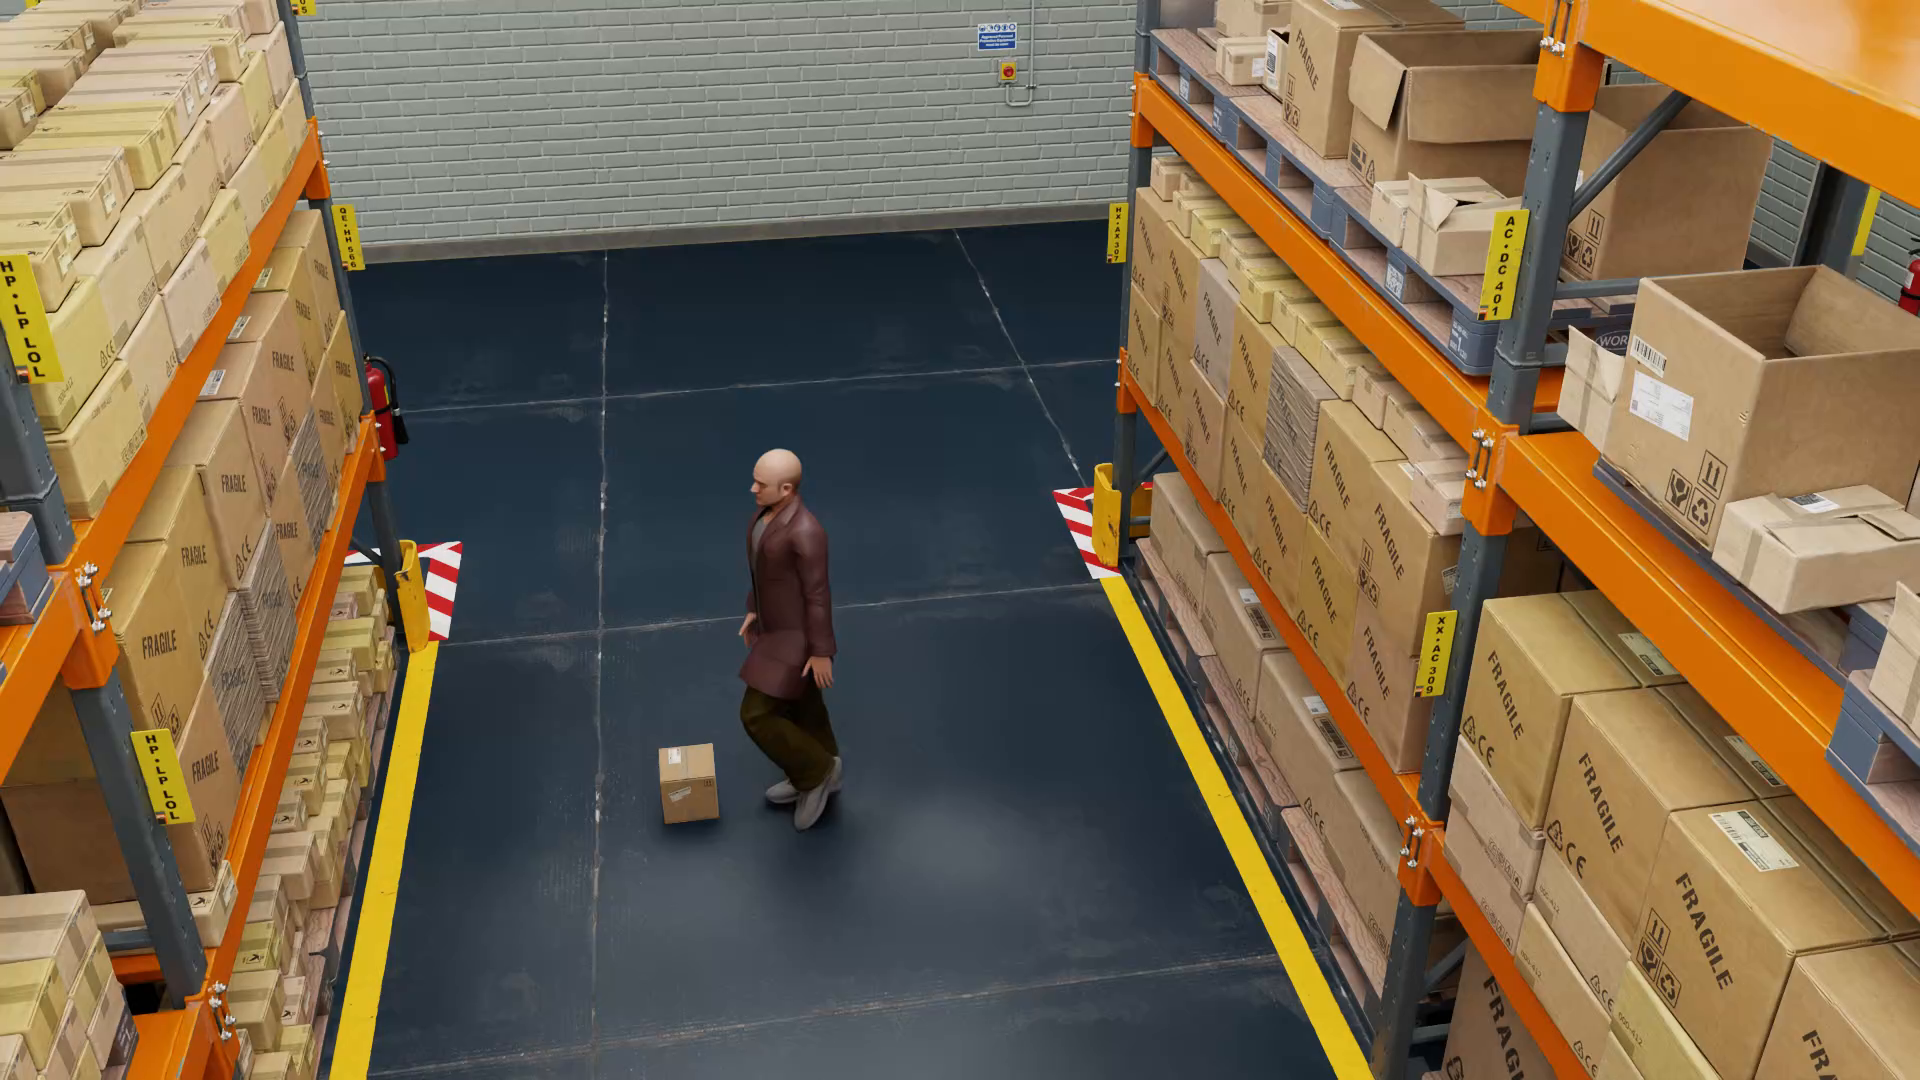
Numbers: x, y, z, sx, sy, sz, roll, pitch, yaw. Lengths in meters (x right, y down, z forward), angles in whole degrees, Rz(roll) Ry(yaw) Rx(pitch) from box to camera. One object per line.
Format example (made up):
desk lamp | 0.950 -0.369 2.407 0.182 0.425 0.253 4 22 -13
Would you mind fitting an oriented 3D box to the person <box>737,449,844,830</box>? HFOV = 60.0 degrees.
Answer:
person | -0.795 0.421 7.406 0.486 1.786 0.639 -10 32 -17
